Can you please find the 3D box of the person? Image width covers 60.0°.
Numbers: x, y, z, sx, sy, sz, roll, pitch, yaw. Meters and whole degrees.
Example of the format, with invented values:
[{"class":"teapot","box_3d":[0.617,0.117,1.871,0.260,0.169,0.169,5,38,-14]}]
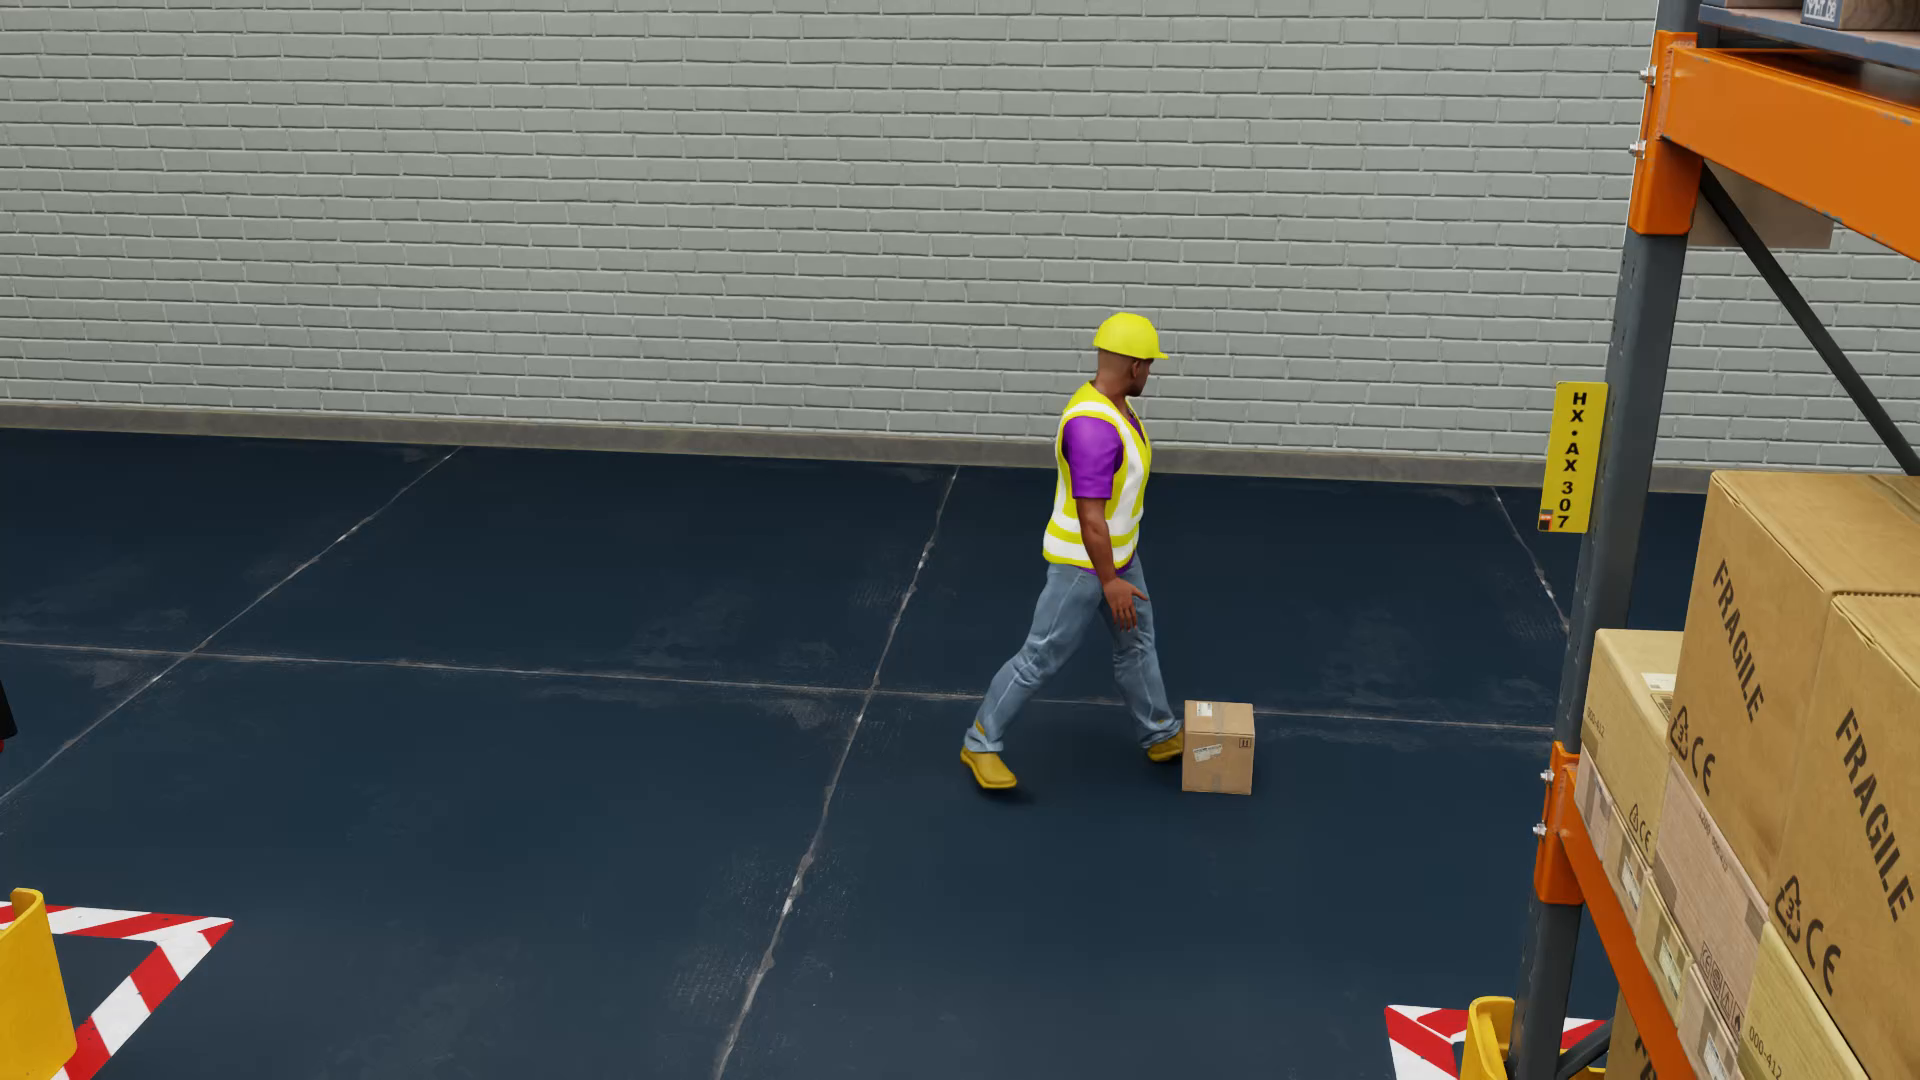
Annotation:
[{"class":"person","box_3d":[0.490,0.062,5.912,0.927,1.742,0.675,6,22,16]}]
